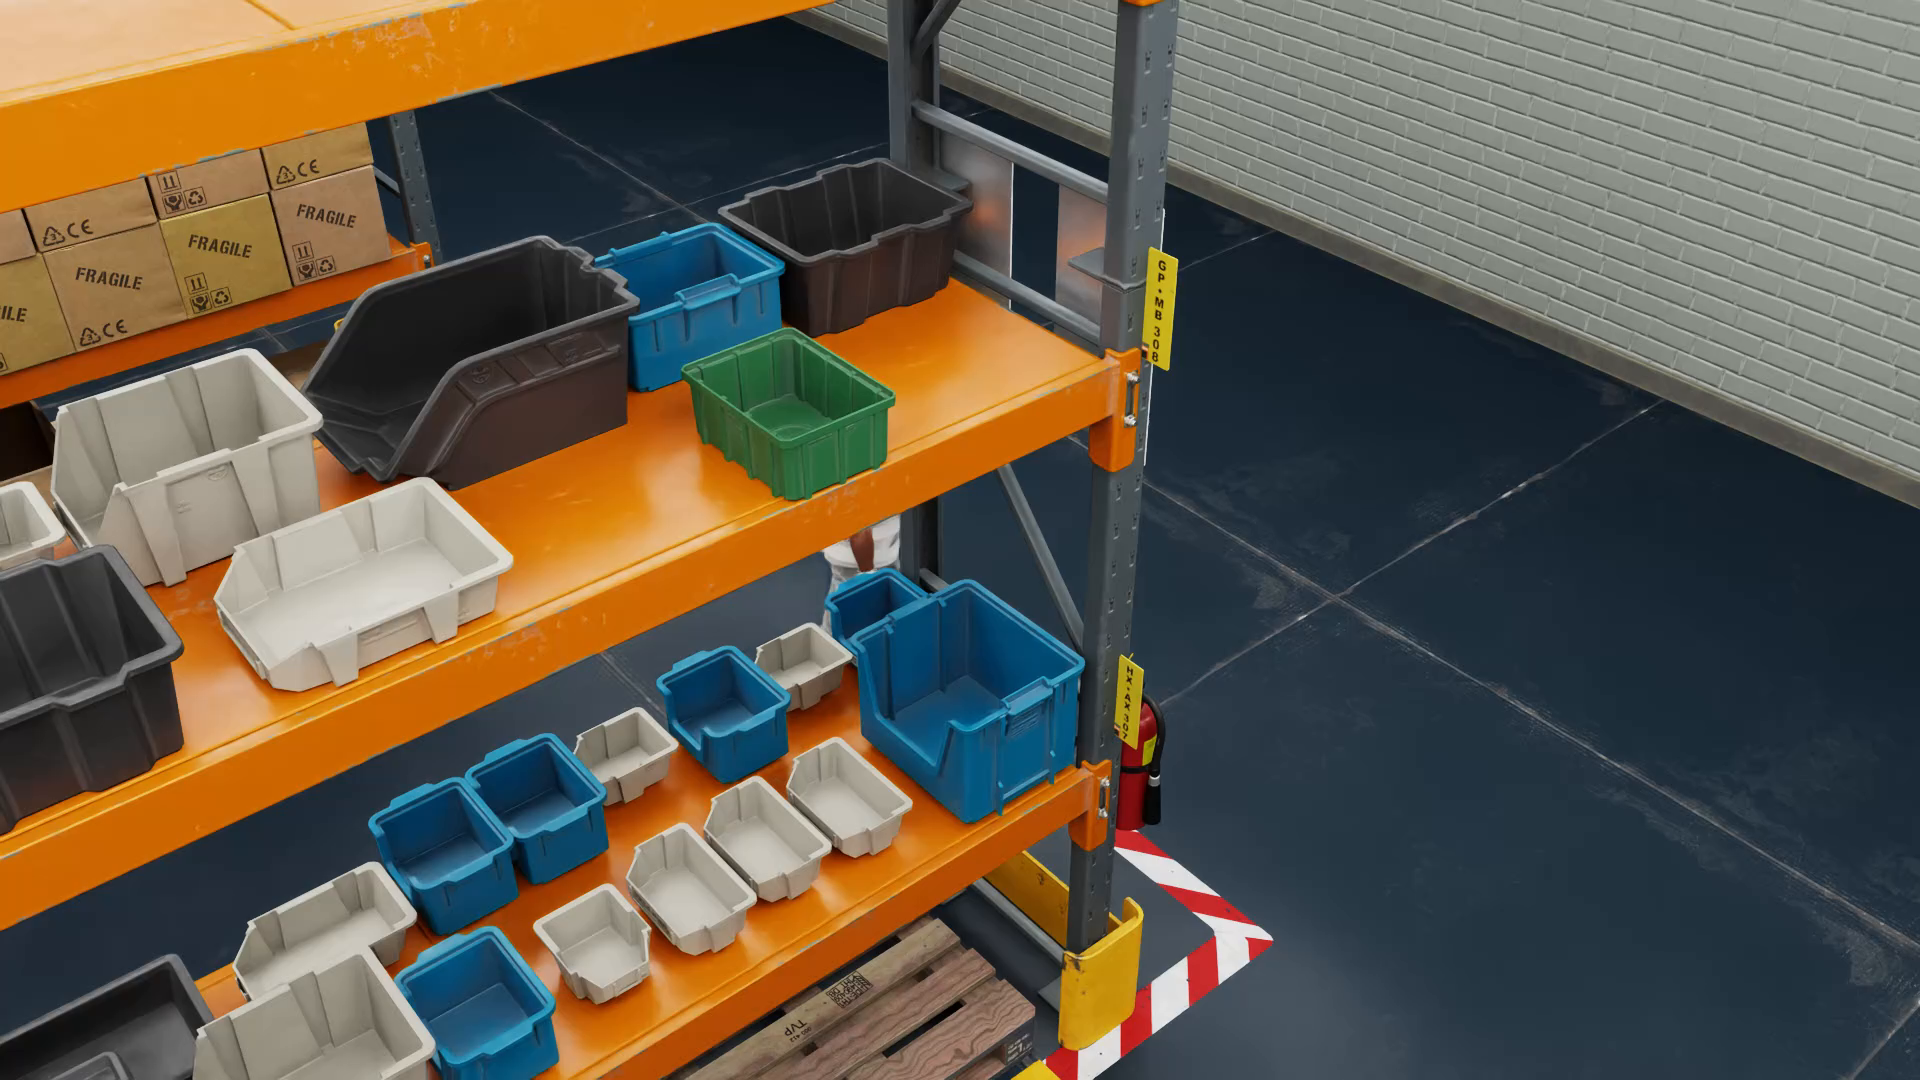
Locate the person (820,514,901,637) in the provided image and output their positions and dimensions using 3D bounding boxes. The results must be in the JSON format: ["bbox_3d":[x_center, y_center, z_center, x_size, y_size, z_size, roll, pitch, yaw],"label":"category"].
[{"bbox_3d":[-0.443,0.021,7.036,0.578,1.777,0.582,-2,36,-3],"label":"person"}]
